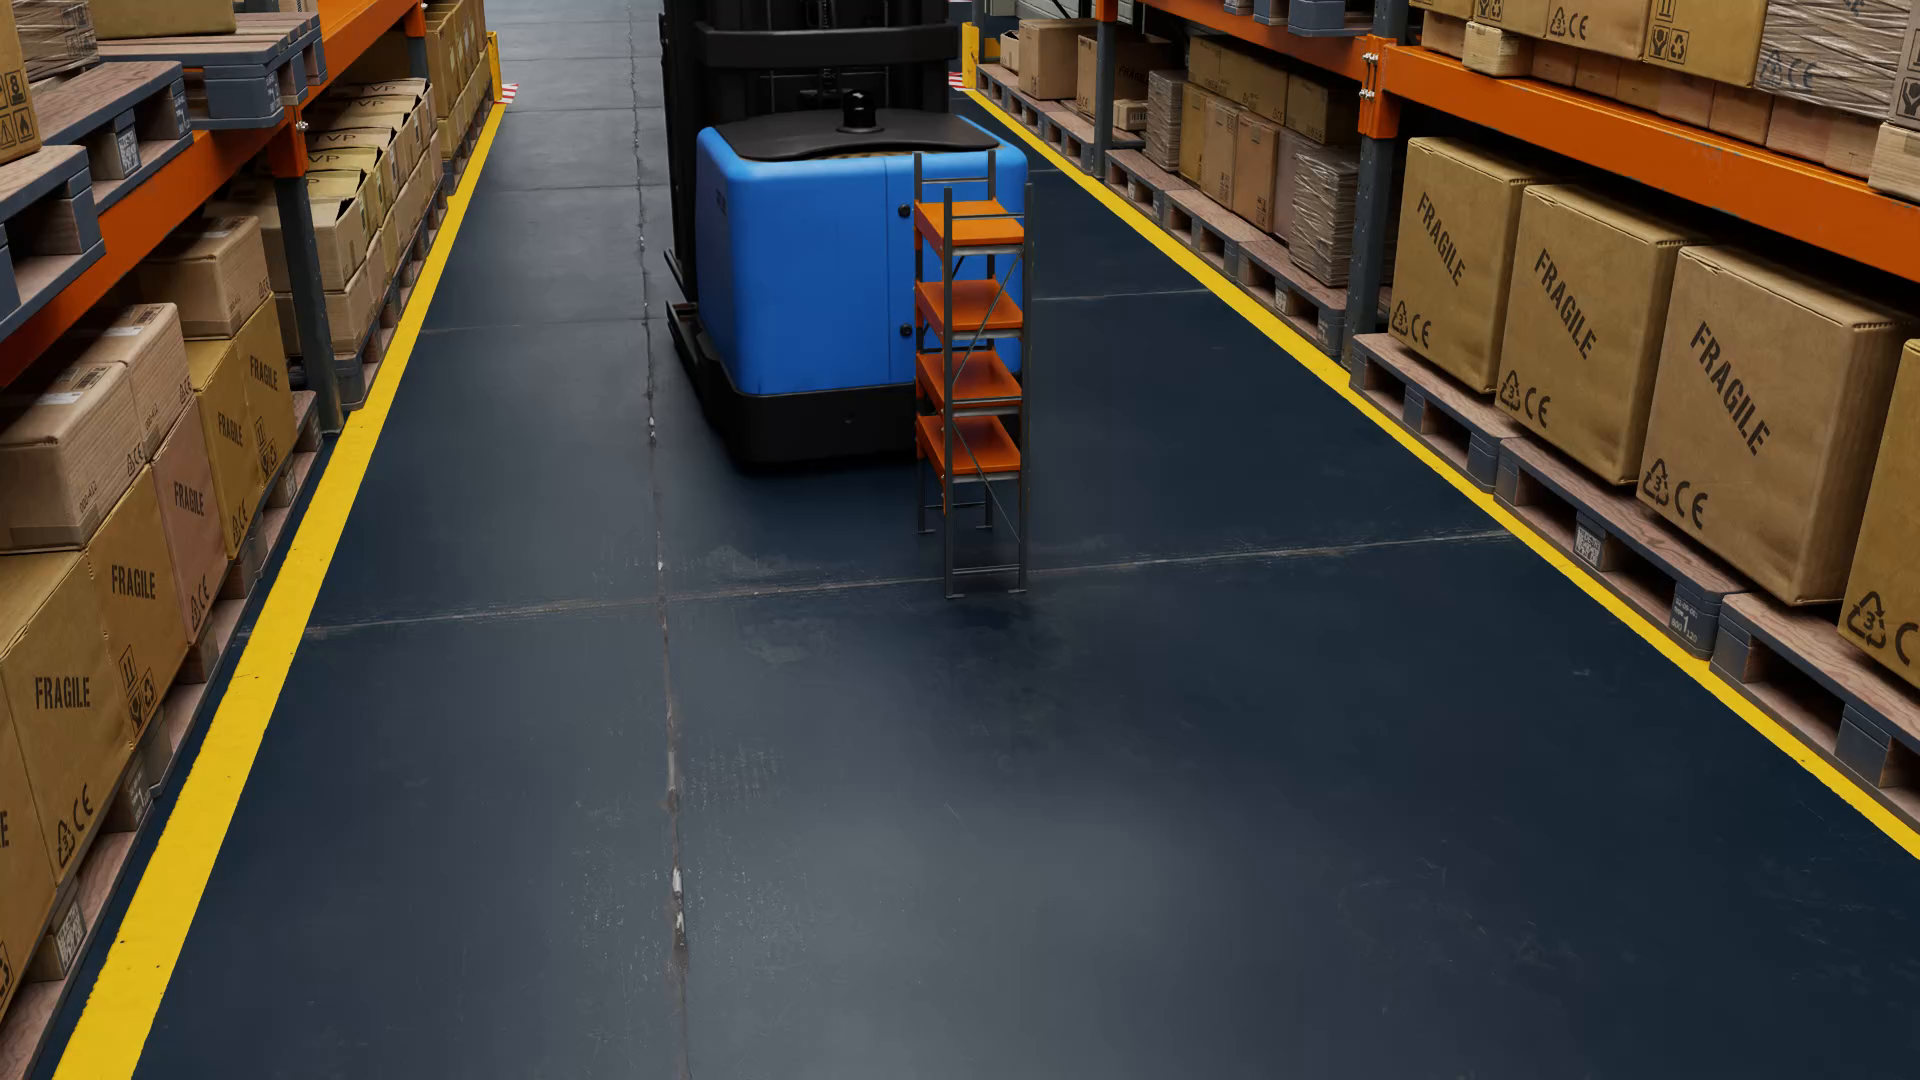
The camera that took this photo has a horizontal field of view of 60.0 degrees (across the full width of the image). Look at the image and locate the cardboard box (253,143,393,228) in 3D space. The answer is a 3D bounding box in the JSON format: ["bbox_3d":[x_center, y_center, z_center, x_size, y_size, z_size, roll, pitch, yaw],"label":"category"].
[{"bbox_3d":[-2.792,-1.568,7.302,0.500,0.311,0.500,-5,24,-11],"label":"cardboard box"}]

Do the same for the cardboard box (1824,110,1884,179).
[{"bbox_3d":[2.320,-0.948,3.962,0.380,0.149,0.250,-4,24,-10],"label":"cardboard box"}]

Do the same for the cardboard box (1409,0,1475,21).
[{"bbox_3d":[1.919,-2.093,5.774,0.500,0.500,0.500,-4,24,-8],"label":"cardboard box"}]

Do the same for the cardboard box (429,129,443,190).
[{"bbox_3d":[-3.165,-2.108,9.240,0.500,0.250,0.500,-5,24,-10],"label":"cardboard box"}]

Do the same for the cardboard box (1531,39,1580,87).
[{"bbox_3d":[2.086,-1.559,5.361,0.380,0.149,0.250,-5,24,-10],"label":"cardboard box"}]

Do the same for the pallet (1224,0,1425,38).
[{"bbox_3d":[1.844,-2.297,7.001,1.213,0.211,1.003,-4,24,-10],"label":"pallet"}]

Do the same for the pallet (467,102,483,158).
[{"bbox_3d":[-3.861,-2.836,11.480,1.003,0.211,1.213,-4,24,-10],"label":"pallet"}]

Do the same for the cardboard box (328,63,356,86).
[{"bbox_3d":[-3.908,-2.957,10.247,0.500,0.500,0.500,-4,24,-10],"label":"cardboard box"}]

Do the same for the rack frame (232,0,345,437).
[{"bbox_3d":[-2.787,-1.744,5.496,1.000,3.000,0.127,-4,24,-10],"label":"rack frame"}]

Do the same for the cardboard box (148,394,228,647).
[{"bbox_3d":[-2.185,-0.040,4.168,0.500,0.500,0.500,-5,24,-12],"label":"cardboard box"}]

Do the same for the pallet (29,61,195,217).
[{"bbox_3d":[-2.423,-0.892,3.783,1.003,0.211,1.213,-4,24,-10],"label":"pallet"}]

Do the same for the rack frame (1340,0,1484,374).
[{"bbox_3d":[2.081,-2.112,6.338,1.000,3.000,0.127,-4,24,-10],"label":"rack frame"}]

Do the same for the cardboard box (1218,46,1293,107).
[{"bbox_3d":[1.678,-2.420,8.679,0.500,0.250,0.500,-5,24,-11],"label":"cardboard box"}]

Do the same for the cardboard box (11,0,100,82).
[{"bbox_3d":[-2.578,-1.369,3.987,0.700,0.500,0.500,0,24,0],"label":"cardboard box"}]

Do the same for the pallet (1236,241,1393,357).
[{"bbox_3d":[1.938,-1.142,7.601,1.003,0.211,1.213,-4,24,-10],"label":"pallet"}]

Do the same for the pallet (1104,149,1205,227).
[{"bbox_3d":[1.487,-2.102,9.798,1.003,0.211,1.213,-4,24,-10],"label":"pallet"}]

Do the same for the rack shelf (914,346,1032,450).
[{"bbox_3d":[0.031,-0.423,4.888,0.258,0.148,0.480,-4,24,-10],"label":"rack shelf"}]

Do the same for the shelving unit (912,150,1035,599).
[{"bbox_3d":[0.031,-0.485,4.861,0.258,1.200,0.503,-4,24,-10],"label":"shelving unit"}]

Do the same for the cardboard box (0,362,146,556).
[{"bbox_3d":[-2.082,-0.172,3.533,0.500,0.250,0.500,-4,24,-10],"label":"cardboard box"}]

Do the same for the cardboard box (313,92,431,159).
[{"bbox_3d":[-3.067,-2.165,8.668,0.500,0.311,0.500,-4,24,-8],"label":"cardboard box"}]

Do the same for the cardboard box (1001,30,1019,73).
[{"bbox_3d":[0.641,-3.950,13.355,0.500,0.311,0.500,-7,25,-16],"label":"cardboard box"}]

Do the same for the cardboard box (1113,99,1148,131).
[{"bbox_3d":[1.213,-2.797,10.897,0.380,0.166,0.250,-8,25,-17],"label":"cardboard box"}]

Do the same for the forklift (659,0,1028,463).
[{"bbox_3d":[-0.647,-2.170,6.556,1.130,2.935,3.031,-6,24,-14],"label":"forklift"}]

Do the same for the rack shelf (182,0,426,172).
[{"bbox_3d":[-3.157,-2.201,7.441,1.077,0.370,4.000,-4,24,-10],"label":"rack shelf"}]

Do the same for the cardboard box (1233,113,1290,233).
[{"bbox_3d":[1.796,-1.852,8.317,0.700,0.500,0.500,-4,24,-10],"label":"cardboard box"}]

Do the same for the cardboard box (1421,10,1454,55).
[{"bbox_3d":[1.914,-1.860,6.049,0.380,0.149,0.250,-5,24,-11],"label":"cardboard box"}]

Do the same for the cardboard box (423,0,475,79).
[{"bbox_3d":[-3.584,-3.389,11.235,0.500,0.500,0.500,-4,24,-10],"label":"cardboard box"}]

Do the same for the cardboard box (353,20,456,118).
[{"bbox_3d":[-3.304,-2.799,9.885,0.500,0.500,0.500,-4,24,-10],"label":"cardboard box"}]

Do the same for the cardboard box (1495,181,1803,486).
[{"bbox_3d":[2.244,-0.676,5.210,0.750,0.750,0.750,-4,24,-10],"label":"cardboard box"}]

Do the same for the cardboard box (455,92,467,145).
[{"bbox_3d":[-3.402,-2.652,10.485,0.500,0.250,0.500,-4,24,-10],"label":"cardboard box"}]

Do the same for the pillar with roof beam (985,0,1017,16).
[{"bbox_3d":[-3.759,-9.838,16.533,9.100,9.000,0.400,-4,24,-10],"label":"pillar with roof beam"}]

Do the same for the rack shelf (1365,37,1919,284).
[{"bbox_3d":[2.451,-0.996,4.681,1.077,0.370,4.000,-4,24,-10],"label":"rack shelf"}]

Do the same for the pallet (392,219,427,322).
[{"bbox_3d":[-3.123,-1.272,7.898,1.003,0.211,1.213,-4,24,-10],"label":"pallet"}]

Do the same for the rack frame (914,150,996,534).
[{"bbox_3d":[-0.015,-0.581,5.081,0.240,1.200,0.015,-4,24,-10],"label":"rack frame"}]

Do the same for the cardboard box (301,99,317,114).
[{"bbox_3d":[-3.607,-2.129,8.586,0.500,0.311,0.500,-5,24,-10],"label":"cardboard box"}]

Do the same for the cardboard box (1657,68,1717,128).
[{"bbox_3d":[2.208,-1.257,4.669,0.380,0.149,0.250,-4,24,-9],"label":"cardboard box"}]

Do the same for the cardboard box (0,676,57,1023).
[{"bbox_3d":[-1.897,0.565,2.782,0.500,0.500,0.500,-5,24,-12],"label":"cardboard box"}]

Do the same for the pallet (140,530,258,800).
[{"bbox_3d":[-2.464,0.309,4.279,1.003,0.211,1.213,-4,24,-10],"label":"pallet"}]

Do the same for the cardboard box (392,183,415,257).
[{"bbox_3d":[-2.885,-1.508,7.865,0.500,0.250,0.500,-4,24,-9],"label":"cardboard box"}]

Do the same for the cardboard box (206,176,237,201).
[{"bbox_3d":[-3.228,-1.325,6.747,0.500,0.311,0.500,-5,24,-11],"label":"cardboard box"}]

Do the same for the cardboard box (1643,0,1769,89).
[{"bbox_3d":[2.202,-1.487,4.386,0.500,0.500,0.500,-4,24,-8],"label":"cardboard box"}]

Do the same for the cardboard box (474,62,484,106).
[{"bbox_3d":[-3.678,-3.242,11.836,0.500,0.250,0.500,-4,24,-10],"label":"cardboard box"}]

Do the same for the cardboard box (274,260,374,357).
[{"bbox_3d":[-2.595,-0.904,6.483,0.500,0.250,0.500,-4,24,-10],"label":"cardboard box"}]

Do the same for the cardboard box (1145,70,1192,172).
[{"bbox_3d":[1.494,-2.453,9.693,0.700,0.500,0.500,-3,24,-8],"label":"cardboard box"}]

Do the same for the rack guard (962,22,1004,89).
[{"bbox_3d":[0.616,-4.083,13.975,1.175,0.500,0.348,-4,24,-10],"label":"rack guard"}]
